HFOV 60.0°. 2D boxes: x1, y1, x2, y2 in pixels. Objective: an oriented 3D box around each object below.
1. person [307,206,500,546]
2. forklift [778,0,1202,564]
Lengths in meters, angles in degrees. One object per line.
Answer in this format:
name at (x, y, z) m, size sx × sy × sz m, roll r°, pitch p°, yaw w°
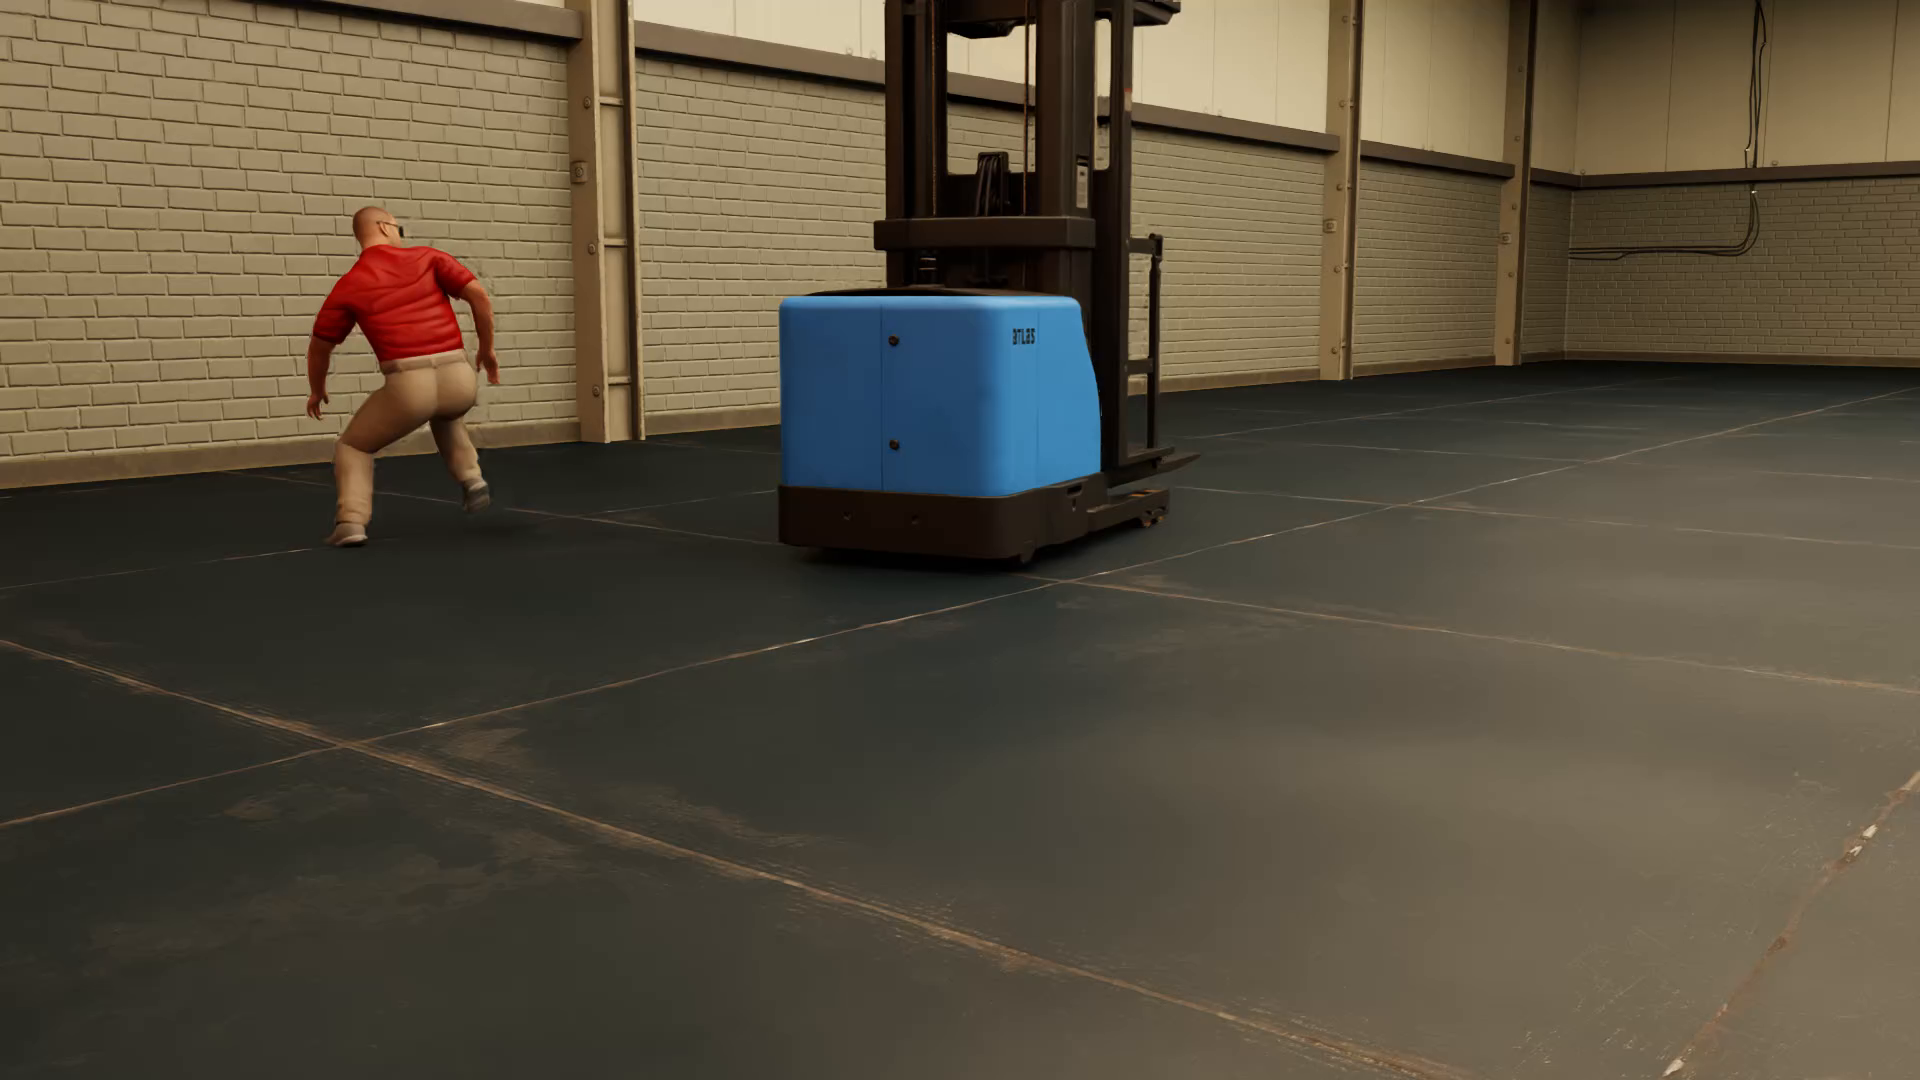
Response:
person at (-2.483, -0.726, 7.439) m, size 0.794 × 1.505 × 0.669 m, roll -5°, pitch 10°, yaw -33°
forklift at (0.357, -1.530, 7.737) m, size 1.130 × 2.935 × 3.031 m, roll 4°, pitch 9°, yaw 26°
